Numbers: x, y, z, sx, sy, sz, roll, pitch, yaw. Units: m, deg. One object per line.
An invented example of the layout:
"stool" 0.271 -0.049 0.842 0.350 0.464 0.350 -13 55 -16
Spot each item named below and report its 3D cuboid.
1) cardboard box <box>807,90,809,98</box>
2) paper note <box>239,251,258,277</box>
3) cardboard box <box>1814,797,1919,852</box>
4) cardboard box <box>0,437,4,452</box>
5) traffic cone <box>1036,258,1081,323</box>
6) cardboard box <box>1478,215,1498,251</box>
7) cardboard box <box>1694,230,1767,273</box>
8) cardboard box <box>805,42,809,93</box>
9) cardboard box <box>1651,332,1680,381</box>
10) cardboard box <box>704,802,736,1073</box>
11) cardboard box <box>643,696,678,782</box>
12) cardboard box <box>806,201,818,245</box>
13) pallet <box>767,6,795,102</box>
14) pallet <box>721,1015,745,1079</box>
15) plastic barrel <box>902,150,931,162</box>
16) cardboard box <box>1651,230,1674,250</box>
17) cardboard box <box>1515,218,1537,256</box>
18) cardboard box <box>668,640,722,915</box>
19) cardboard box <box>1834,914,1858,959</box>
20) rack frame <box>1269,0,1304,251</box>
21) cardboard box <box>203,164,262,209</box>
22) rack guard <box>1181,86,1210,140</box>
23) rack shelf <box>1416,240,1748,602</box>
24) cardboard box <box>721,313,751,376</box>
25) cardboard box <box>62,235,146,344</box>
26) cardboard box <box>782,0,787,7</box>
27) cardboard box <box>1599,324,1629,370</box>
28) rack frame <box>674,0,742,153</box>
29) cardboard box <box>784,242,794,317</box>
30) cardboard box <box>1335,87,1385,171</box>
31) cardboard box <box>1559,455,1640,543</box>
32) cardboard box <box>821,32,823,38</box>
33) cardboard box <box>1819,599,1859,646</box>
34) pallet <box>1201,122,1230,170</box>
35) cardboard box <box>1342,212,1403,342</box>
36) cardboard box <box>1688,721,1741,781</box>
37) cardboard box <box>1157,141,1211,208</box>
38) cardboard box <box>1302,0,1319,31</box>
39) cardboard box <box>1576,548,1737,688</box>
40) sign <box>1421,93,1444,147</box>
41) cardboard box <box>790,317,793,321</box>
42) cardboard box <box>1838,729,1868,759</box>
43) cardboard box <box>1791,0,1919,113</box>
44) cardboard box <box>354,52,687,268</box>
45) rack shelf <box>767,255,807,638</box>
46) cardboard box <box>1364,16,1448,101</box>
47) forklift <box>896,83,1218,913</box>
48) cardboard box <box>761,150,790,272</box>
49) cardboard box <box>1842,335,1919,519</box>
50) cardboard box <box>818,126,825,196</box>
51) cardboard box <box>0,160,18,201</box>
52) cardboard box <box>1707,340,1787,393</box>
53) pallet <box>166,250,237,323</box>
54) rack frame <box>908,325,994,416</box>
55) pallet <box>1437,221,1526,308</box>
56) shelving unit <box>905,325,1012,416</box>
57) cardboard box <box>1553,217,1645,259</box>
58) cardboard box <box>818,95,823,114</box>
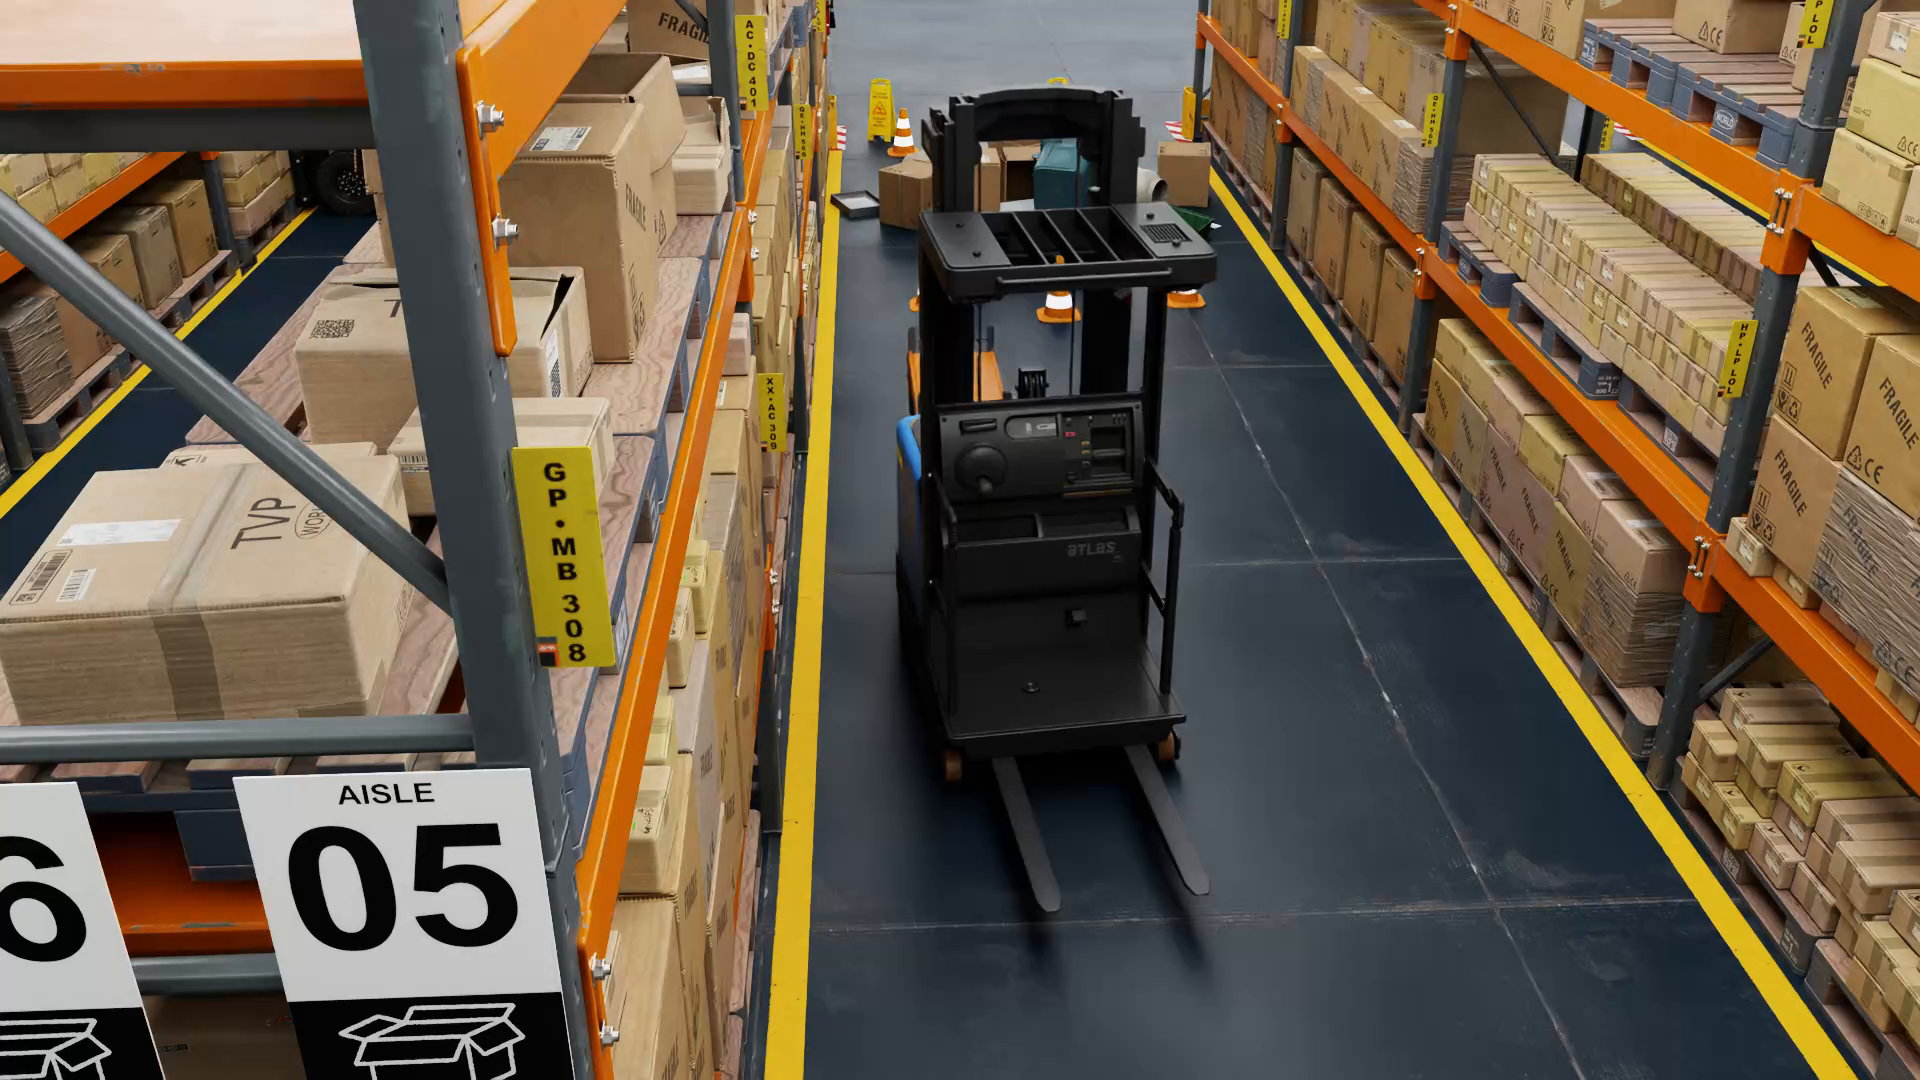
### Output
"cardboard box" -1.351 -3.355 12.756 0.380 0.149 0.250 -2 28 -3
"paper note" -1.763 -0.684 4.115 0.006 0.032 0.123 -1 28 -3
"cardboard box" 3.522 1.119 6.346 0.380 0.149 0.250 -2 28 -4
"cardboard box" -6.210 -0.671 10.041 0.500 0.500 0.500 -1 28 -1
"traffic cone" 0.778 -1.978 13.042 0.336 0.463 0.334 -1 28 -3
"cardboard box" 3.284 -1.810 9.794 0.380 0.149 0.250 0 28 0
"cardboard box" 4.009 -1.476 8.511 0.380 0.149 0.250 -1 28 -1
"cardboard box" -1.418 -3.677 12.673 0.500 0.500 0.500 -1 28 -2
"cardboard box" 3.414 -0.845 7.623 0.380 0.149 0.250 0 28 0
"cardboard box" -0.874 1.049 4.387 0.500 0.500 0.500 -2 28 -3
"cardboard box" -0.830 0.481 3.693 0.380 0.149 0.250 -2 28 -4
"cardboard box" -1.669 -2.530 13.746 0.950 0.372 0.625 -1 28 -2
"pallet" -1.342 -2.338 7.950 1.003 0.211 1.213 0 28 0
"pallet" -1.253 2.097 5.501 1.003 0.211 1.213 -1 28 -3
"plastic barrel" -0.288 -3.539 16.078 0.512 0.421 0.421 19 33 32
"cardboard box" 3.984 -1.585 9.041 0.380 0.149 0.250 -2 28 -3
"cardboard box" 3.320 -1.684 9.232 0.380 0.149 0.250 -1 28 -2
"cardboard box" -0.882 0.598 4.170 0.500 0.500 0.500 -2 28 -3
"cardboard box" 3.546 1.506 6.247 0.380 0.149 0.250 -3 28 -5
"rack frame" 3.239 -3.918 14.018 1.000 3.000 0.127 -1 28 -3
"cardboard box" -6.373 -3.050 14.332 0.500 0.250 0.500 -2 28 -3
"rack guard" 3.029 -4.668 18.159 1.175 0.500 0.348 -1 28 -3
"rack shelf" 3.552 -0.828 8.872 1.077 0.370 4.000 -1 28 -3
"cardboard box" -0.947 -0.698 5.953 0.380 0.149 0.250 -2 28 -4
"cardboard box" -6.543 -1.817 12.104 0.875 0.625 0.625 -2 28 -5
"cardboard box" -1.249 -3.012 8.476 0.700 0.500 0.500 -3 28 -5
"cardboard box" 3.380 -0.956 8.157 0.380 0.149 0.250 -3 28 -5
"rack frame" -1.281 -2.717 5.228 1.000 3.000 0.127 -1 28 -3
"cardboard box" -1.133 -1.369 8.753 0.500 0.250 0.500 -2 28 -4
"cardboard box" 3.075 -3.014 12.177 0.500 0.500 0.500 -1 28 -2
"cardboard box" 3.352 -0.209 8.345 0.500 0.250 0.500 0 28 0
"cardboard box" -1.560 -5.069 15.795 0.500 0.500 0.500 -2 28 -3
"cardboard box" 3.499 0.266 6.268 0.380 0.149 0.250 -3 28 -5
"pallet" 3.150 -4.161 17.500 1.003 0.211 1.213 -1 28 -3
"cardboard box" 3.457 -1.946 12.217 1.050 0.750 0.750 -1 28 -2
"cardboard box" 3.356 0.898 7.092 0.380 0.149 0.250 0 28 0
"cardboard box" 2.133 -3.503 15.922 0.500 0.500 0.500 3 28 6
"cardboard box" 3.254 -4.634 14.062 0.875 0.550 0.550 -1 28 -3
"cardboard box" 3.367 0.363 8.059 0.500 0.500 0.500 -2 28 -4
"sign" 2.894 -2.569 10.180 0.100 0.325 0.005 -1 28 -3
"cardboard box" -1.152 -1.142 8.858 0.500 0.250 0.500 -2 28 -3
"cardboard box" 3.991 0.860 7.164 0.380 0.149 0.250 -1 28 -2
"cardboard box" 3.747 -1.961 6.461 0.700 0.500 0.500 -1 28 -3
"cardboard box" -1.179 -1.041 4.585 0.797 0.503 0.637 1 28 1
"rack shelf" -1.386 -0.662 8.553 1.077 0.370 4.000 -1 28 -3
"cardboard box" 3.351 -3.472 11.974 0.700 0.500 0.500 -2 28 -3
"forklift" 0.407 -0.367 7.283 1.130 2.935 3.031 -4 28 -9
"cardboard box" -1.148 -1.693 8.564 0.500 0.500 0.500 -1 28 -3
"cardboard box" 3.479 -0.390 5.742 0.500 0.500 0.500 -2 28 -4
"cardboard box" -1.460 -3.330 14.600 0.500 0.500 0.500 0 28 0
"cardboard box" -6.201 -2.149 10.249 0.500 0.250 0.500 -1 28 -3
"cardboard box" 3.441 -0.742 7.104 0.380 0.149 0.250 0 28 0
"pallet" -6.578 -2.054 13.460 1.003 0.211 1.213 -1 28 -3
"rack frame" -0.054 -0.747 9.966 0.500 1.125 0.032 -2 28 -4
"pallet" 3.592 -1.659 9.894 1.213 0.211 1.003 -1 28 -3
"shelving unit" -0.015 -0.513 9.516 0.538 1.125 1.048 -2 28 -4
"cardboard box" 3.349 -1.584 8.718 0.380 0.149 0.250 -1 28 -1
"cardboard box" -1.435 -3.914 15.018 0.380 0.149 0.250 0 28 -1
